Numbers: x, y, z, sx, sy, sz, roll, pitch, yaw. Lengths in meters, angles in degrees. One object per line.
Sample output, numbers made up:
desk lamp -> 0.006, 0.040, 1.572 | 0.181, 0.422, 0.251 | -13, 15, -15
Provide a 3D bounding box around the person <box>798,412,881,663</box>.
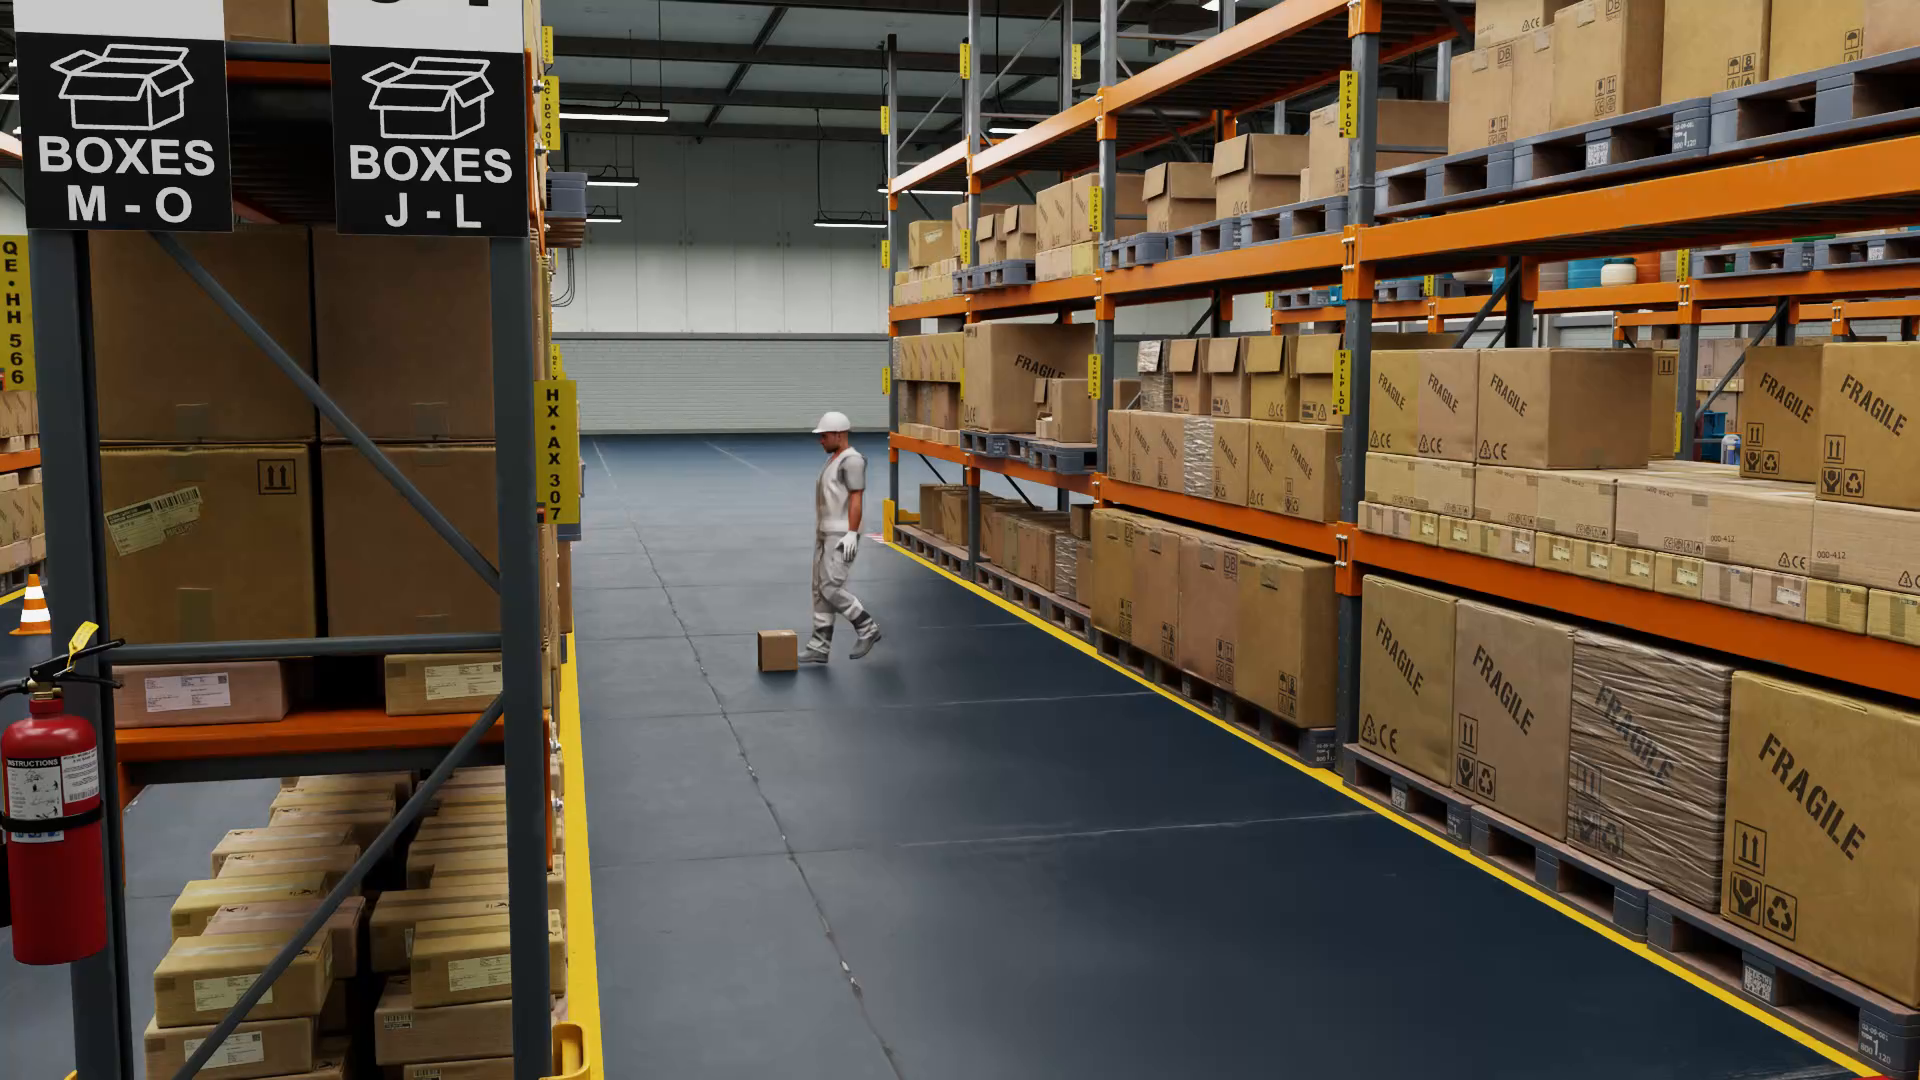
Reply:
person -> -0.906, -0.009, 11.727 | 0.646, 1.782, 0.584 | -3, 7, -24
